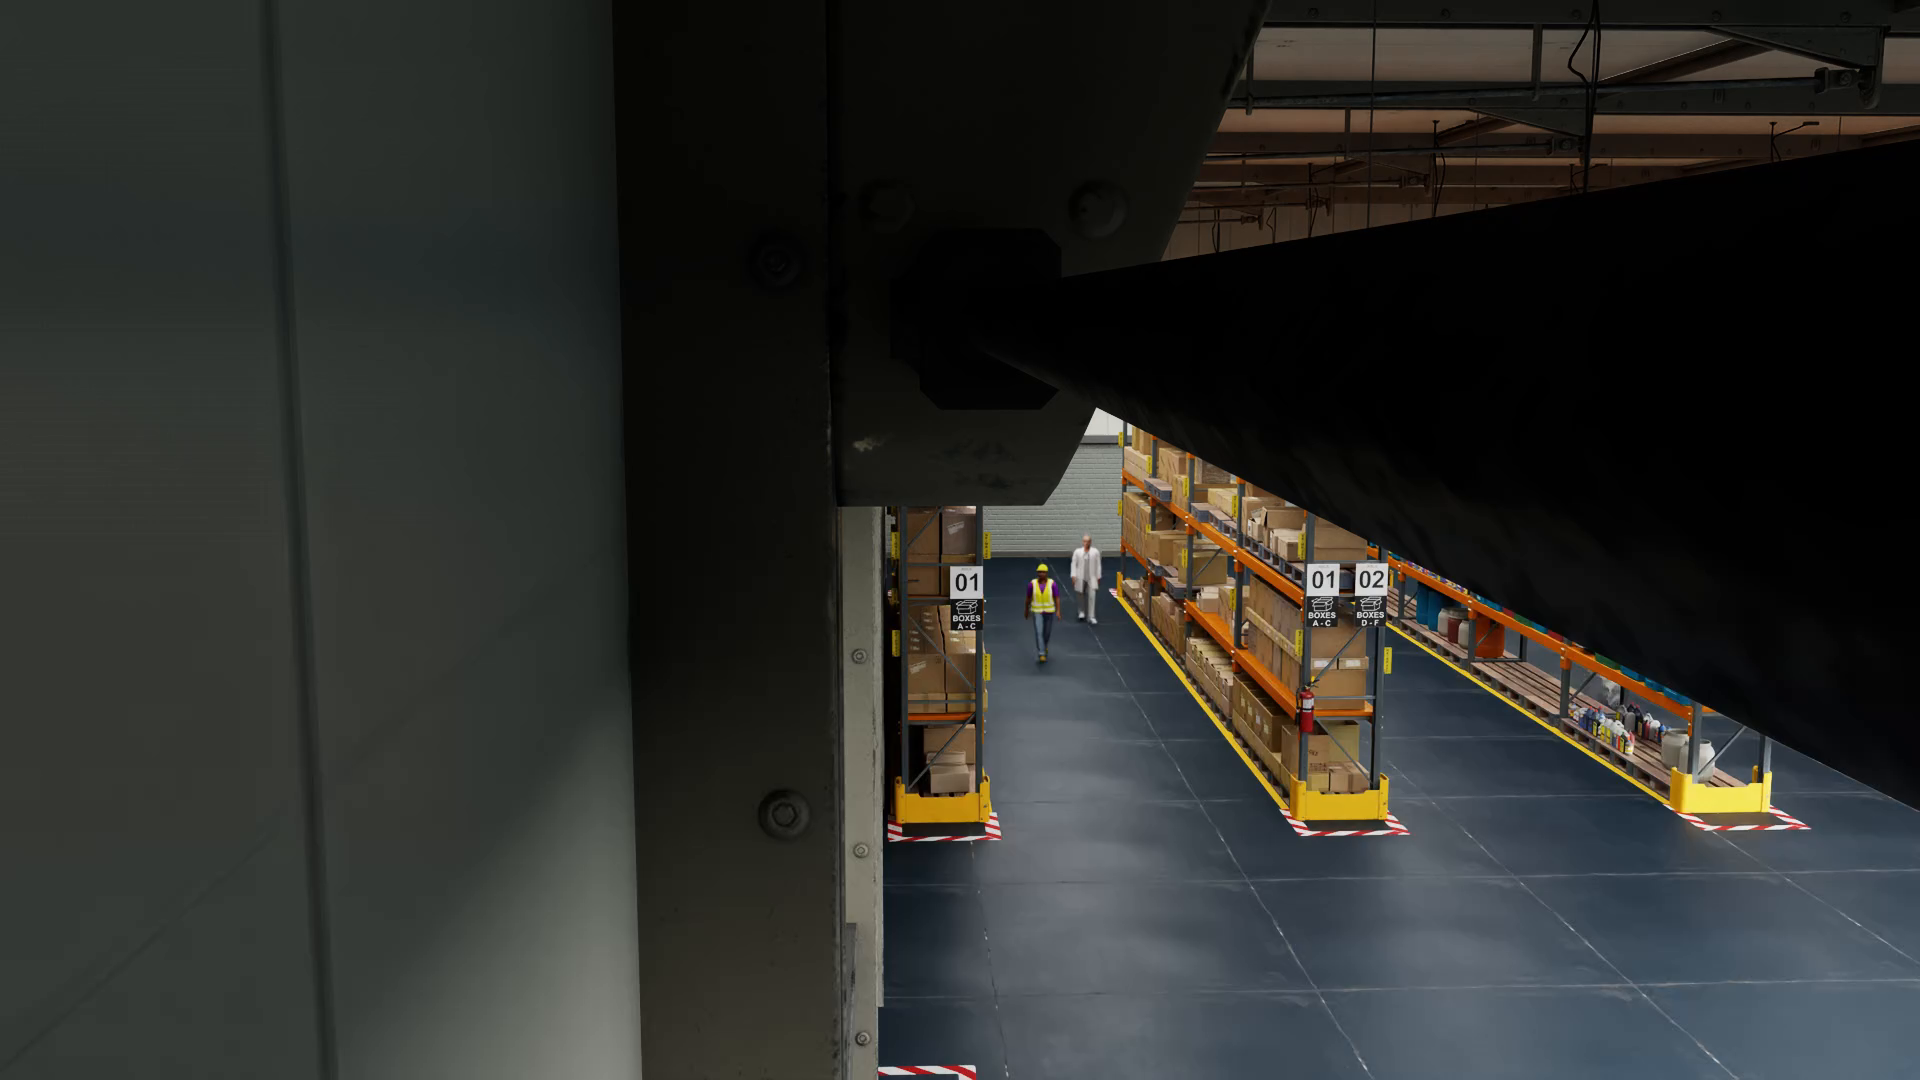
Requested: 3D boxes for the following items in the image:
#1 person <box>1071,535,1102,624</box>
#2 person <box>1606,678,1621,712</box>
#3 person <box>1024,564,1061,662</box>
[{"bbox_3d":[2.537,0.778,33.343,0.641,1.731,1.065,0,8,-1],"label":"person"},{"bbox_3d":[10.338,1.763,26.363,0.636,1.826,0.686,6,10,36],"label":"person"},{"bbox_3d":[1.491,1.290,29.919,0.609,1.725,1.080,-1,8,-7],"label":"person"}]
